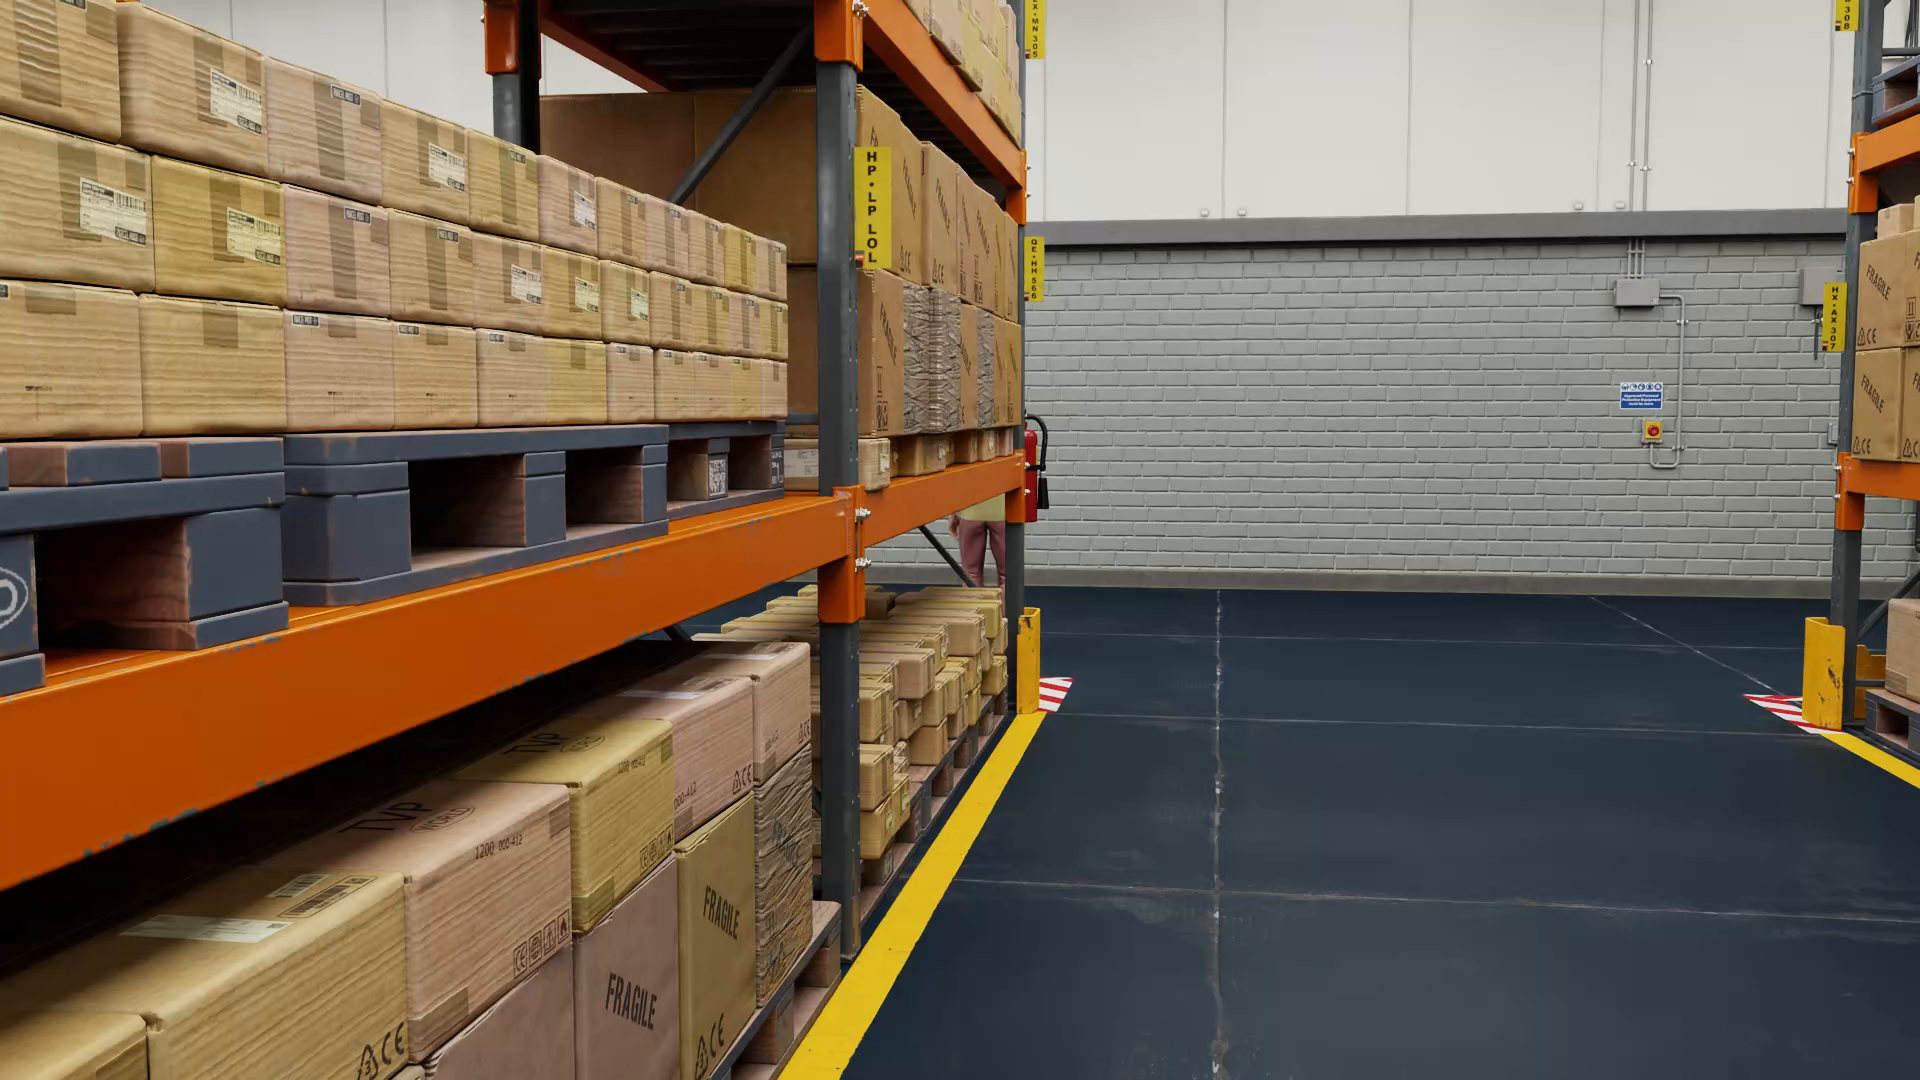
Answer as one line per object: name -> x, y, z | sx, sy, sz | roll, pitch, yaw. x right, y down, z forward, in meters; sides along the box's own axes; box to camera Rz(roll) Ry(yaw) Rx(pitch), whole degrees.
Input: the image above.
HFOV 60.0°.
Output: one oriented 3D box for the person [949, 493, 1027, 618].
person -> 0.175, -0.118, 10.348 | 0.503, 1.671, 0.364 | 0, 5, 6
